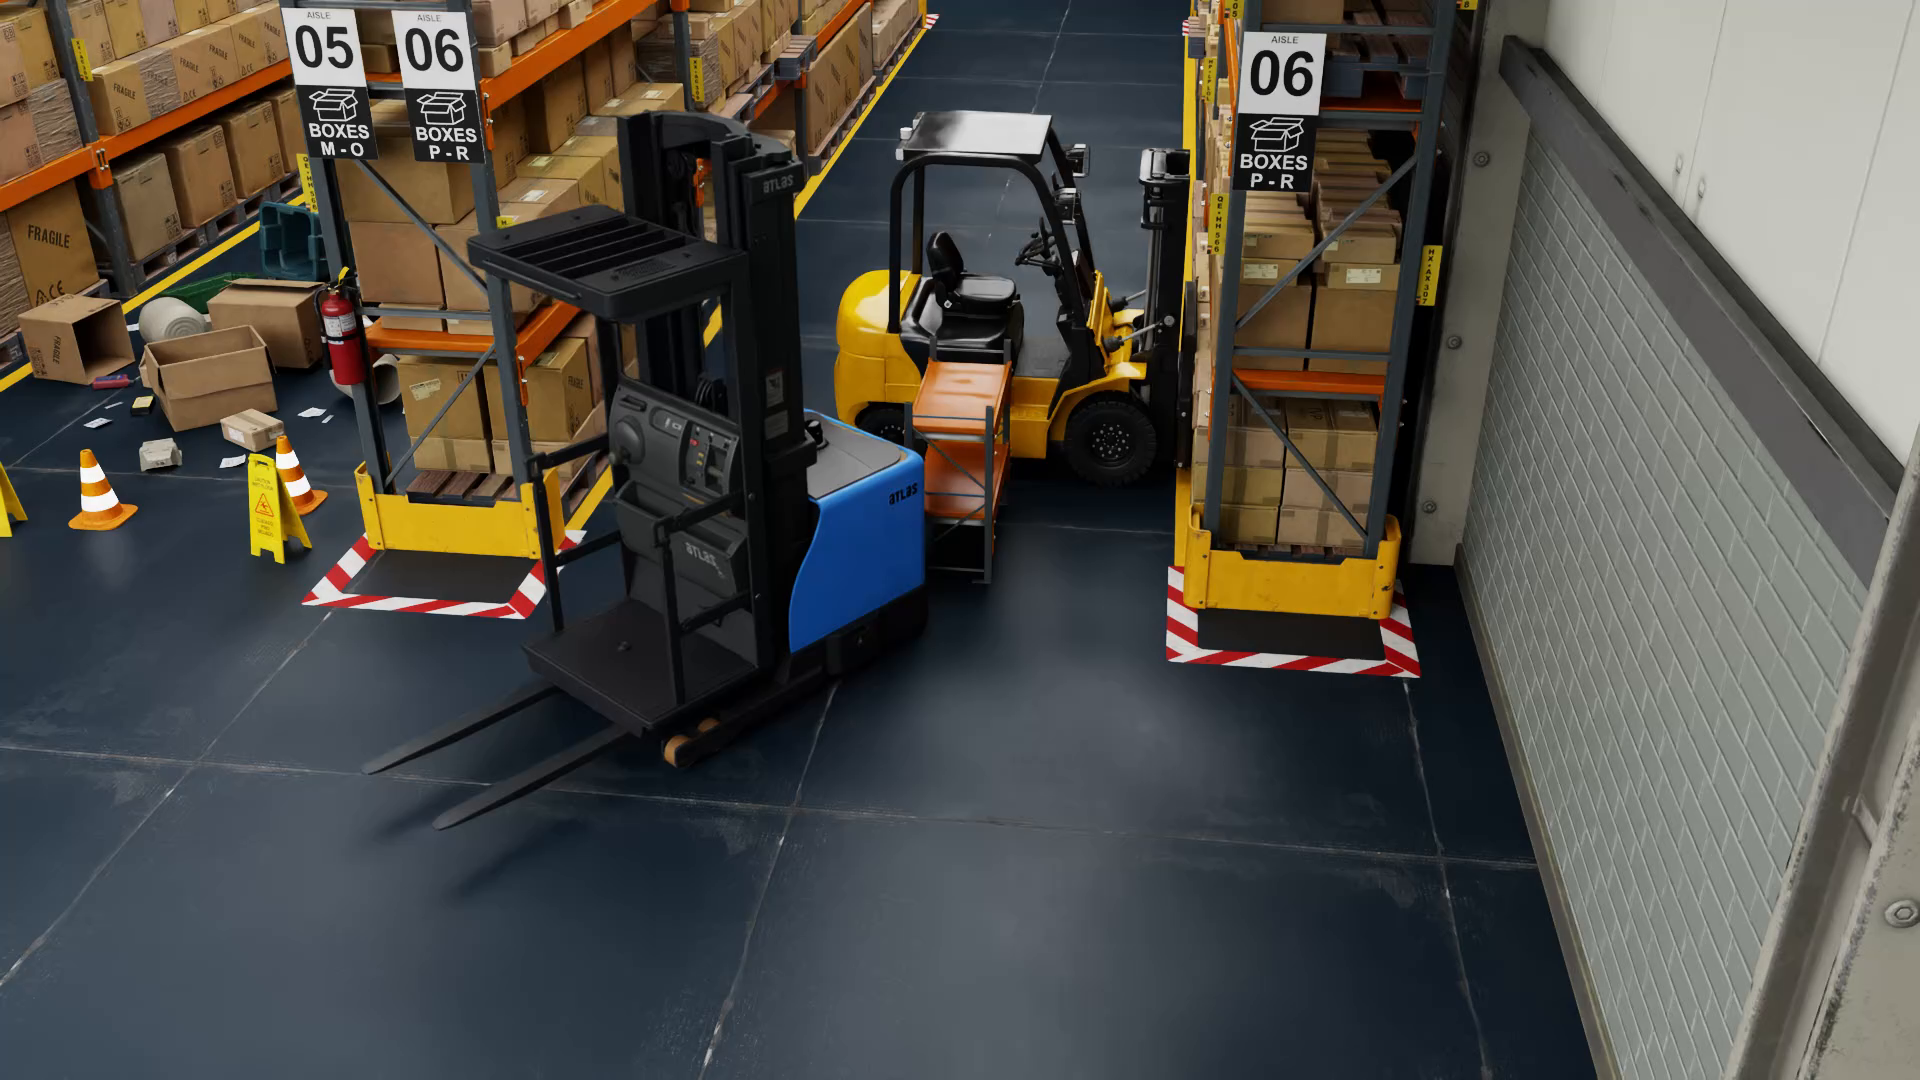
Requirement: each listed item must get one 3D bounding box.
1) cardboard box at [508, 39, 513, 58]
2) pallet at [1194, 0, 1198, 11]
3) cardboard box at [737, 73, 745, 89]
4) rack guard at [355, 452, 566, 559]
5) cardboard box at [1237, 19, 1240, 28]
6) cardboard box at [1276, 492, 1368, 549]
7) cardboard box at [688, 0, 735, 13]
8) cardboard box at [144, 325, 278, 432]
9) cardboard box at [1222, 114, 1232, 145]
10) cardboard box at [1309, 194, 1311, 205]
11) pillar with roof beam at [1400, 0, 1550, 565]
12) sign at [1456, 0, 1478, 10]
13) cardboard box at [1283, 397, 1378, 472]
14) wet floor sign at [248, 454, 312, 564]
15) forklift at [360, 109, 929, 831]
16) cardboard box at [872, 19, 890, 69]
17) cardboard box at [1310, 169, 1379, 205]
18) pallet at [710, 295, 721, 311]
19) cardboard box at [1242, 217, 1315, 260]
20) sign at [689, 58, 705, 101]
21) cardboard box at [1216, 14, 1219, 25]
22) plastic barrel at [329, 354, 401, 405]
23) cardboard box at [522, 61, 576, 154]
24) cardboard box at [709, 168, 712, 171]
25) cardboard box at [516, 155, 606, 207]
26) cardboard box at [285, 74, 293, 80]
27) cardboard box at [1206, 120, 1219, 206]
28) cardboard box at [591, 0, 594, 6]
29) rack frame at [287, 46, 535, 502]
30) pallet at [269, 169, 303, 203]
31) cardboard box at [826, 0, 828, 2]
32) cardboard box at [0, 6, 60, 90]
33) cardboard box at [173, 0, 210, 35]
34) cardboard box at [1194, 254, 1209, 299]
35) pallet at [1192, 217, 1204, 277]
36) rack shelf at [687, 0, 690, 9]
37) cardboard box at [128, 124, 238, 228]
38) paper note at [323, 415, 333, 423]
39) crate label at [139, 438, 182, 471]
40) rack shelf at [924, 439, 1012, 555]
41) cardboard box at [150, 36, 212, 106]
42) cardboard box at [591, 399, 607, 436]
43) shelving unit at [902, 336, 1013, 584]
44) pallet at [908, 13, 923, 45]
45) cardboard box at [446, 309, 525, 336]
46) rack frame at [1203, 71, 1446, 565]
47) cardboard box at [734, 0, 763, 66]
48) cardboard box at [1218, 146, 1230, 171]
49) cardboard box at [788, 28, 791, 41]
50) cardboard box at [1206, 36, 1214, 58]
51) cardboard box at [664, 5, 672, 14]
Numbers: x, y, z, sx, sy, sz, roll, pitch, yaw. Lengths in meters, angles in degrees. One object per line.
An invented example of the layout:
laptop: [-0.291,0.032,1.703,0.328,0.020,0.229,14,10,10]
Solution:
cardboard box: [-2.735,-2.756,9.306,0.380,0.149,0.250,2,28,5]
pallet: [3.149,-6.188,18.775,1.003,0.211,1.213,3,28,6]
cardboard box: [-2.067,-3.969,14.277,0.380,0.149,0.250,4,29,7]
rack guard: [-3.032,-0.215,10.123,1.175,0.500,0.348,3,28,6]
cardboard box: [1.685,-2.840,8.913,0.380,0.149,0.250,3,28,5]
cardboard box: [2.139,-0.188,9.892,0.500,0.250,0.500,3,29,6]
cardboard box: [-2.112,-4.527,13.944,0.380,0.149,0.250,5,29,9]
cardboard box: [-5.339,-1.155,11.864,0.797,0.503,0.637,-17,33,-29]
cardboard box: [1.938,-2.716,11.026,0.380,0.149,0.250,3,28,5]
cardboard box: [2.391,-1.975,10.648,0.500,0.500,0.500,4,29,7]
pillar with roof beam: [-1.408,-4.160,8.484,9.100,9.000,0.400,3,28,6]
sign: [2.435,-2.699,7.929,0.100,0.325,0.005,3,28,6]
cardboard box: [2.132,-0.623,9.646,0.500,0.250,0.500,3,28,5]
wet floor sign: [-4.127,-0.216,9.971,0.267,0.644,0.232,14,31,24]
forklift: [-1.542,-0.440,7.977,1.130,2.935,3.031,24,36,37]
cardboard box: [-1.388,-6.275,20.994,0.875,0.438,0.875,3,28,5]
cardboard box: [2.275,-2.087,9.859,0.380,0.149,0.250,4,29,8]
pallet: [-2.458,-2.302,14.300,1.003,0.211,1.213,3,28,6]
cardboard box: [1.720,-1.635,9.019,0.380,0.149,0.250,3,29,6]
sign: [-2.012,-3.516,12.701,0.100,0.325,0.005,3,28,6]
cardboard box: [2.477,-4.584,14.807,0.380,0.149,0.250,4,29,7]
plastic barrel: [-4.291,-1.206,12.043,0.421,0.421,0.512,-24,36,-37]
cardboard box: [-2.967,-2.859,10.921,0.700,0.500,0.500,3,28,6]
cardboard box: [-2.223,-3.461,15.839,0.950,0.372,0.625,3,28,5]
cardboard box: [-2.587,-2.146,10.652,0.500,0.500,0.500,3,28,5]
cardboard box: [-7.163,-5.038,17.840,0.500,0.250,0.500,3,28,5]
cardboard box: [2.062,-2.727,12.043,0.500,0.500,0.500,3,28,5]
cardboard box: [-2.572,-3.485,10.658,0.380,0.149,0.250,3,28,6]
rack frame: [-3.042,-1.280,9.464,1.000,3.000,0.127,3,28,6]
pallet: [-7.158,-3.692,16.880,1.003,0.211,1.213,3,28,6]
cardboard box: [-1.617,-5.901,17.672,0.500,0.250,0.500,3,28,6]
cardboard box: [-7.556,-3.773,12.794,0.875,0.550,0.550,3,28,6]
cardboard box: [-7.235,-4.839,14.910,0.700,0.500,0.500,3,28,6]
cardboard box: [1.932,-1.841,11.907,0.500,0.250,0.500,3,28,6]
pallet: [2.574,-2.574,14.805,1.003,0.211,1.213,3,28,6]
rack shelf: [-2.307,-5.108,14.165,1.077,0.370,4.000,3,28,6]
cardboard box: [-7.368,-3.349,15.233,1.050,0.750,0.750,3,28,6]
paper note: [-4.501,-0.862,11.839,0.032,0.001,0.123,3,28,6]
crate label: [-5.378,-0.575,11.174,0.250,0.136,0.298,-11,30,-20]
rack shelf: [0.001,-0.283,10.105,0.538,0.278,1.000,3,28,6]
cardboard box: [-7.020,-4.152,14.689,0.500,0.500,0.500,3,28,6]
cardboard box: [-2.598,-0.858,11.136,0.500,0.250,0.500,4,29,8]
shelving unit: [0.001,-0.498,9.989,0.538,1.125,1.048,3,28,6]
pallet: [-1.102,-7.203,23.398,1.003,0.211,1.213,3,28,6]
cardboard box: [-2.795,-1.317,9.798,0.380,0.149,0.250,3,29,6]
rack frame: [1.885,-0.993,8.931,1.000,3.000,0.127,3,28,6]
cardboard box: [-2.022,-4.437,14.462,0.500,0.500,0.500,2,28,4]
cardboard box: [1.890,-2.470,10.883,0.380,0.149,0.250,2,28,5]
cardboard box: [-1.829,-4.822,15.860,0.380,0.149,0.250,4,29,7]
cardboard box: [2.424,-4.238,14.584,0.500,0.250,0.500,3,28,5]
cardboard box: [-2.594,-4.230,14.077,0.500,0.500,0.500,4,29,8]
